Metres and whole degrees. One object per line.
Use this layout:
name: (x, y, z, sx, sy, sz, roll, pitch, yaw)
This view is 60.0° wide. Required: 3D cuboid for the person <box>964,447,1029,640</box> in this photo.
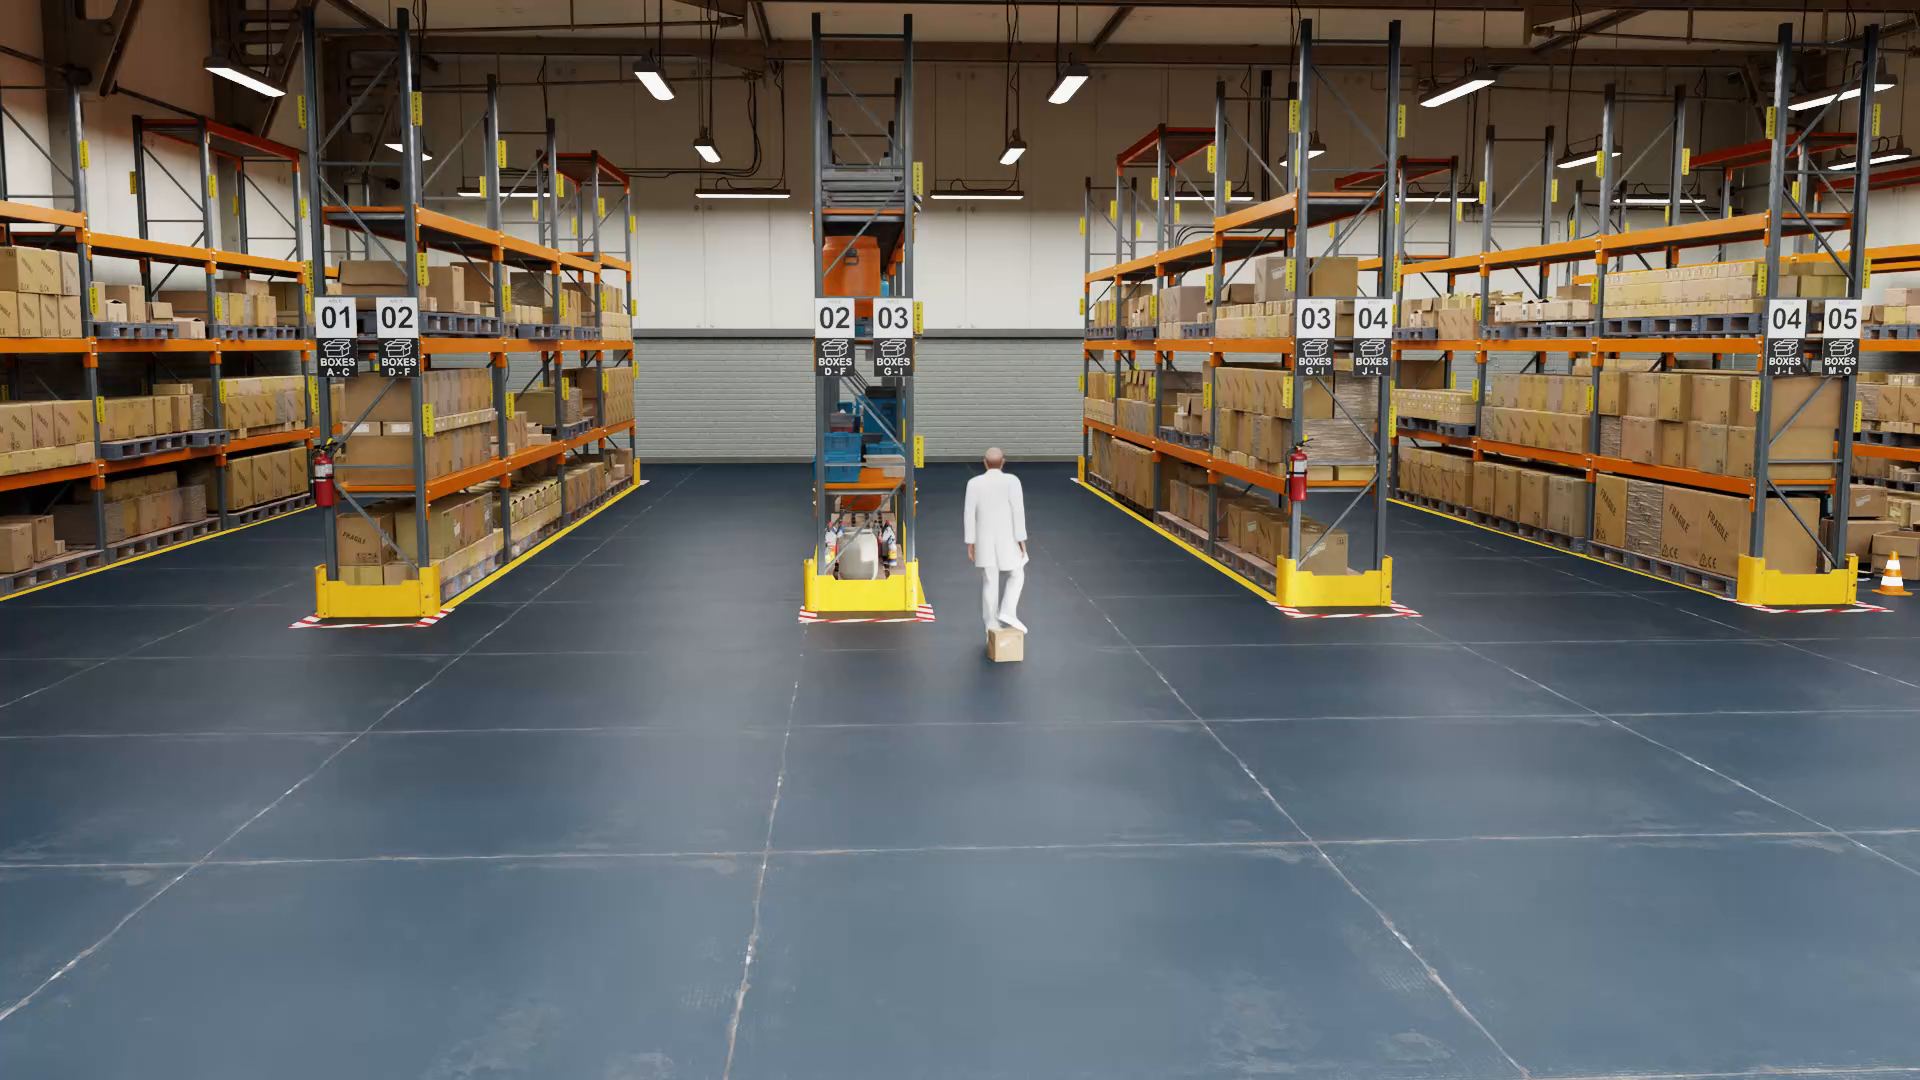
person: (0.336, 0.026, 15.406, 0.610, 1.764, 0.534, 1, 7, 11)
